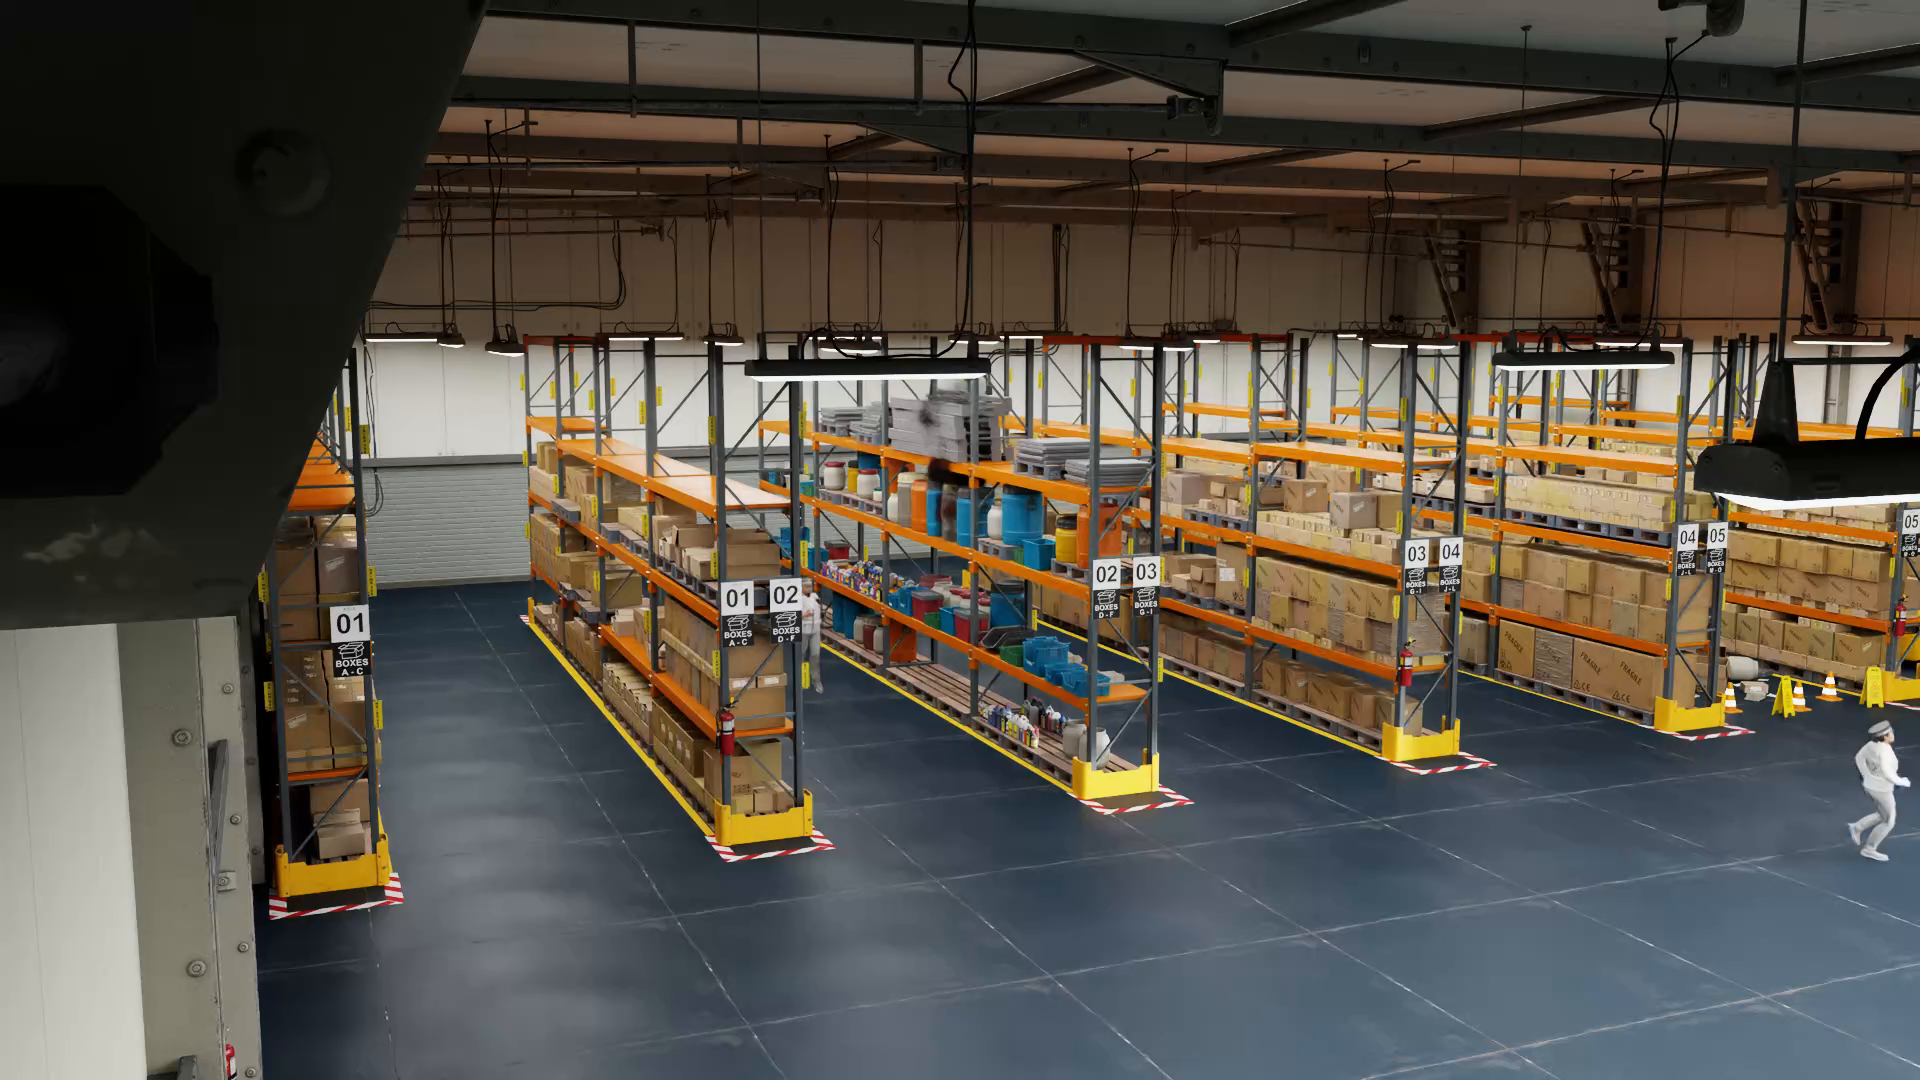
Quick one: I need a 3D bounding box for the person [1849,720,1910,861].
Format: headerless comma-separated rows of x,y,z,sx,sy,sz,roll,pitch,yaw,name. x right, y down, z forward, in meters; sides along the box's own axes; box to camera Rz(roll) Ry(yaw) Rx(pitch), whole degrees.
10.808,2.929,19.519,0.561,1.665,0.658,1,8,7,person

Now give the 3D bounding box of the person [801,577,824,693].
-2.492,1.549,27.367,0.640,1.894,0.729,-4,9,-28,person
